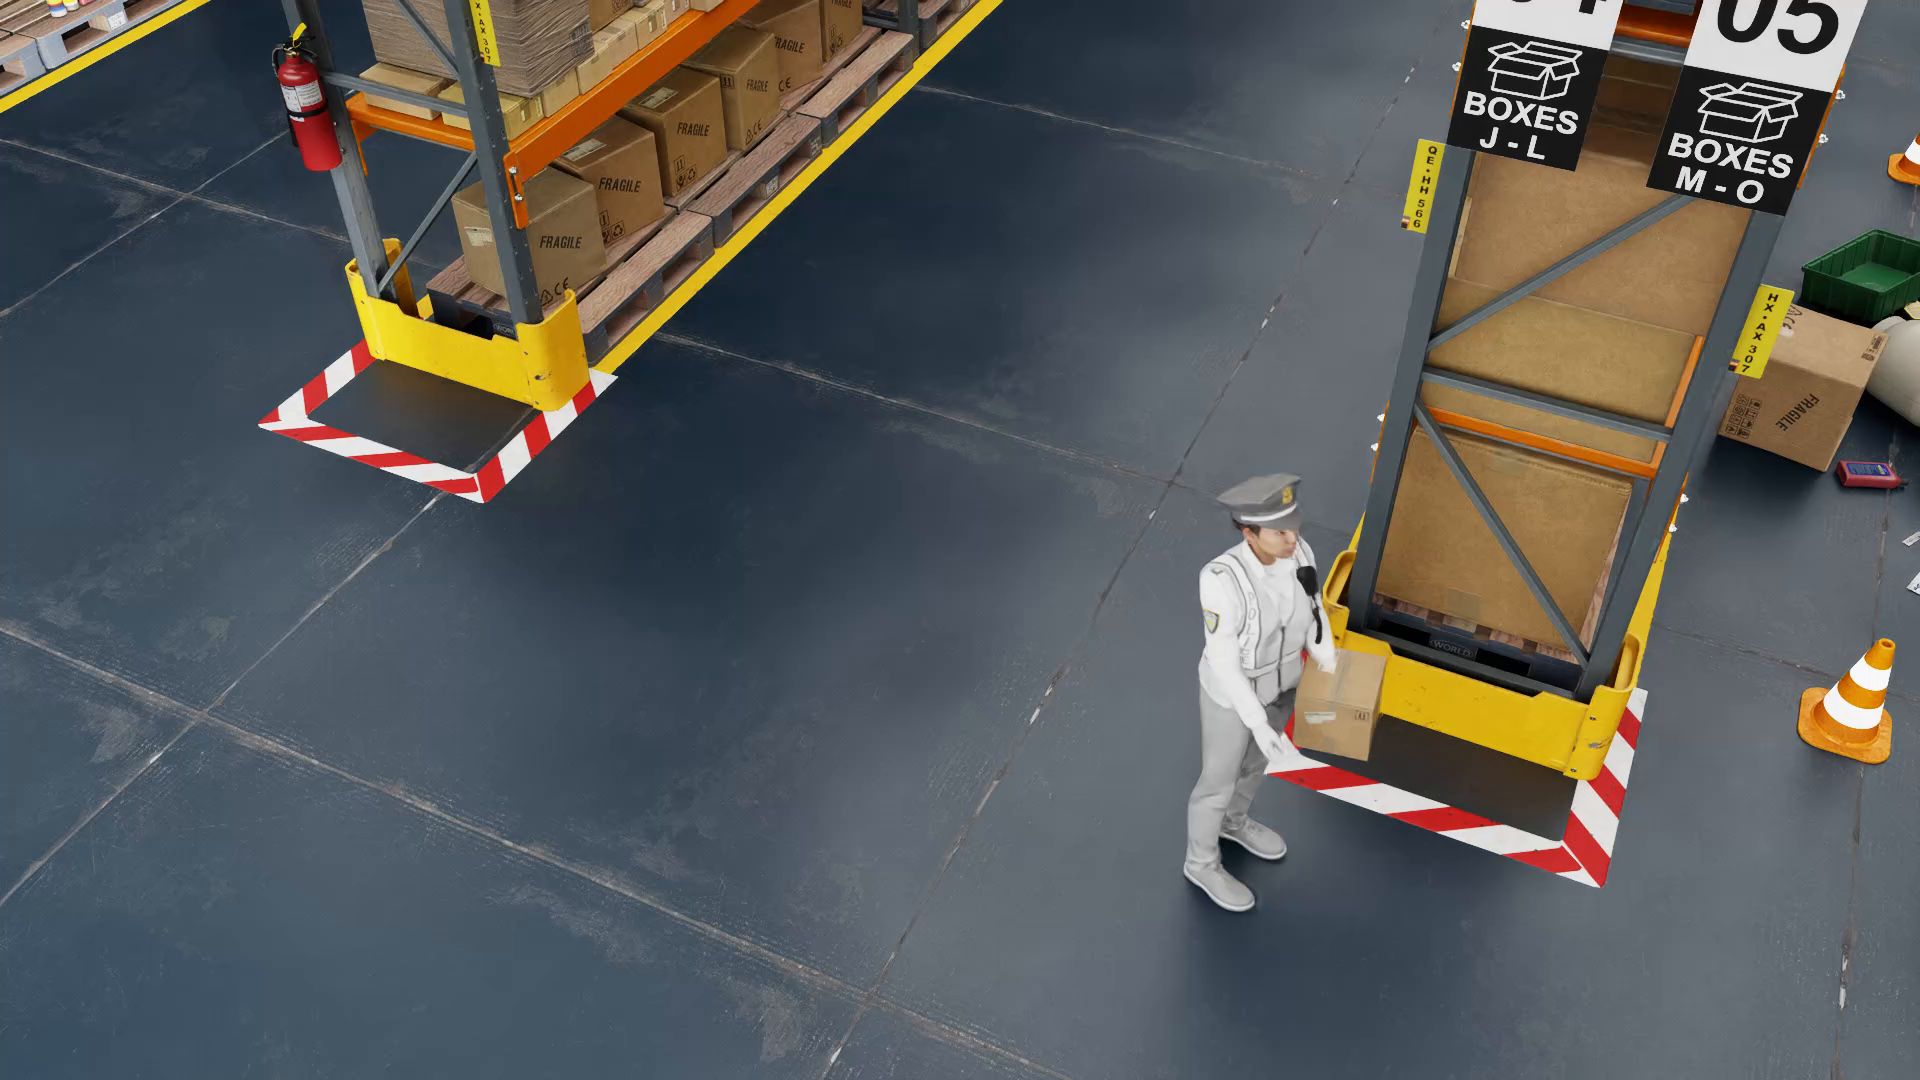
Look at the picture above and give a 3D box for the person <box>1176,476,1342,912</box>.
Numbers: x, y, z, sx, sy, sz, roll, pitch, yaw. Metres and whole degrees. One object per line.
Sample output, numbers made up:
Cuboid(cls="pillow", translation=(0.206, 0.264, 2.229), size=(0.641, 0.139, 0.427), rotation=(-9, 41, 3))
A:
Cuboid(cls="person", translation=(1.016, 0.515, 5.553), size=(0.498, 1.696, 0.535), rotation=(-8, 43, -8))
